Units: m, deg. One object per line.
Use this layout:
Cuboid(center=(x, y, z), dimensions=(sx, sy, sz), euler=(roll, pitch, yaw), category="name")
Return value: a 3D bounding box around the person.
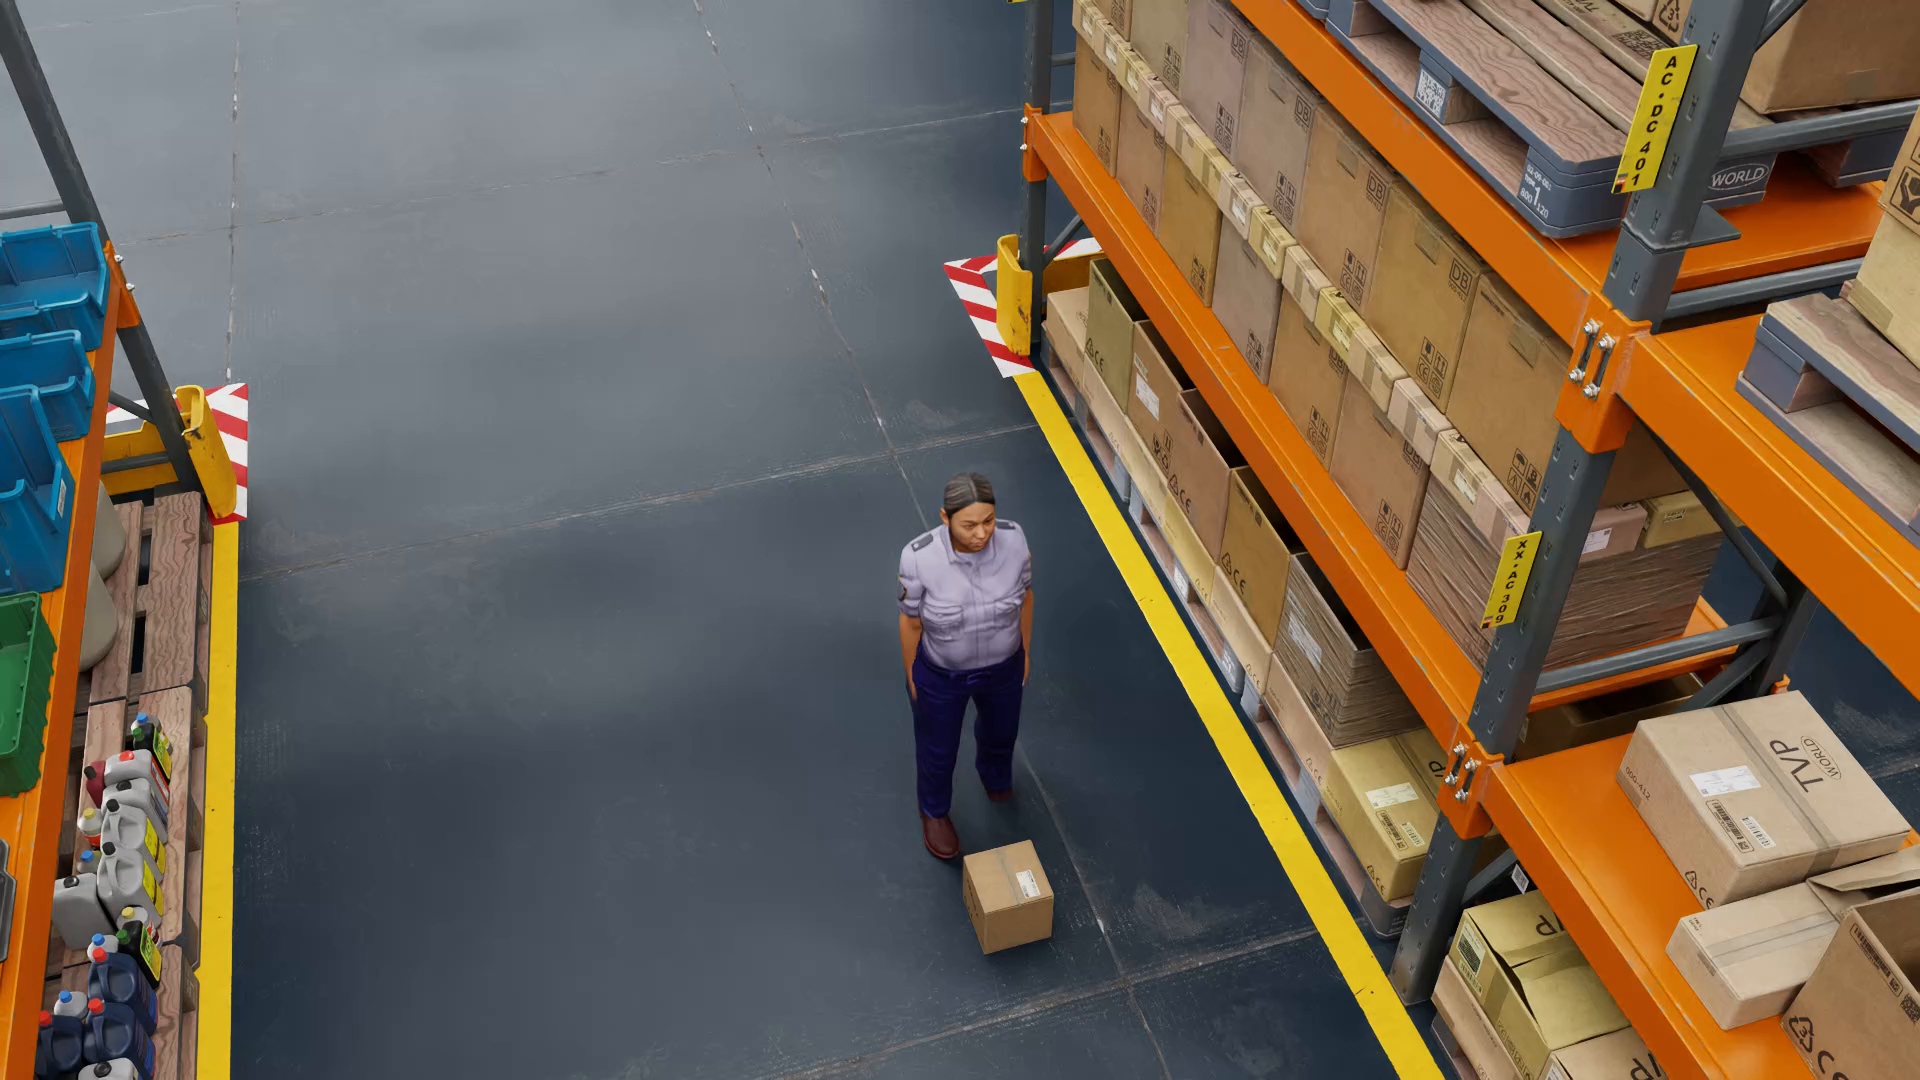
Cuboid(center=(0.048, 0.450, 5.710), dimensions=(0.489, 1.622, 0.319), euler=(-11, 44, -12), category="person")
